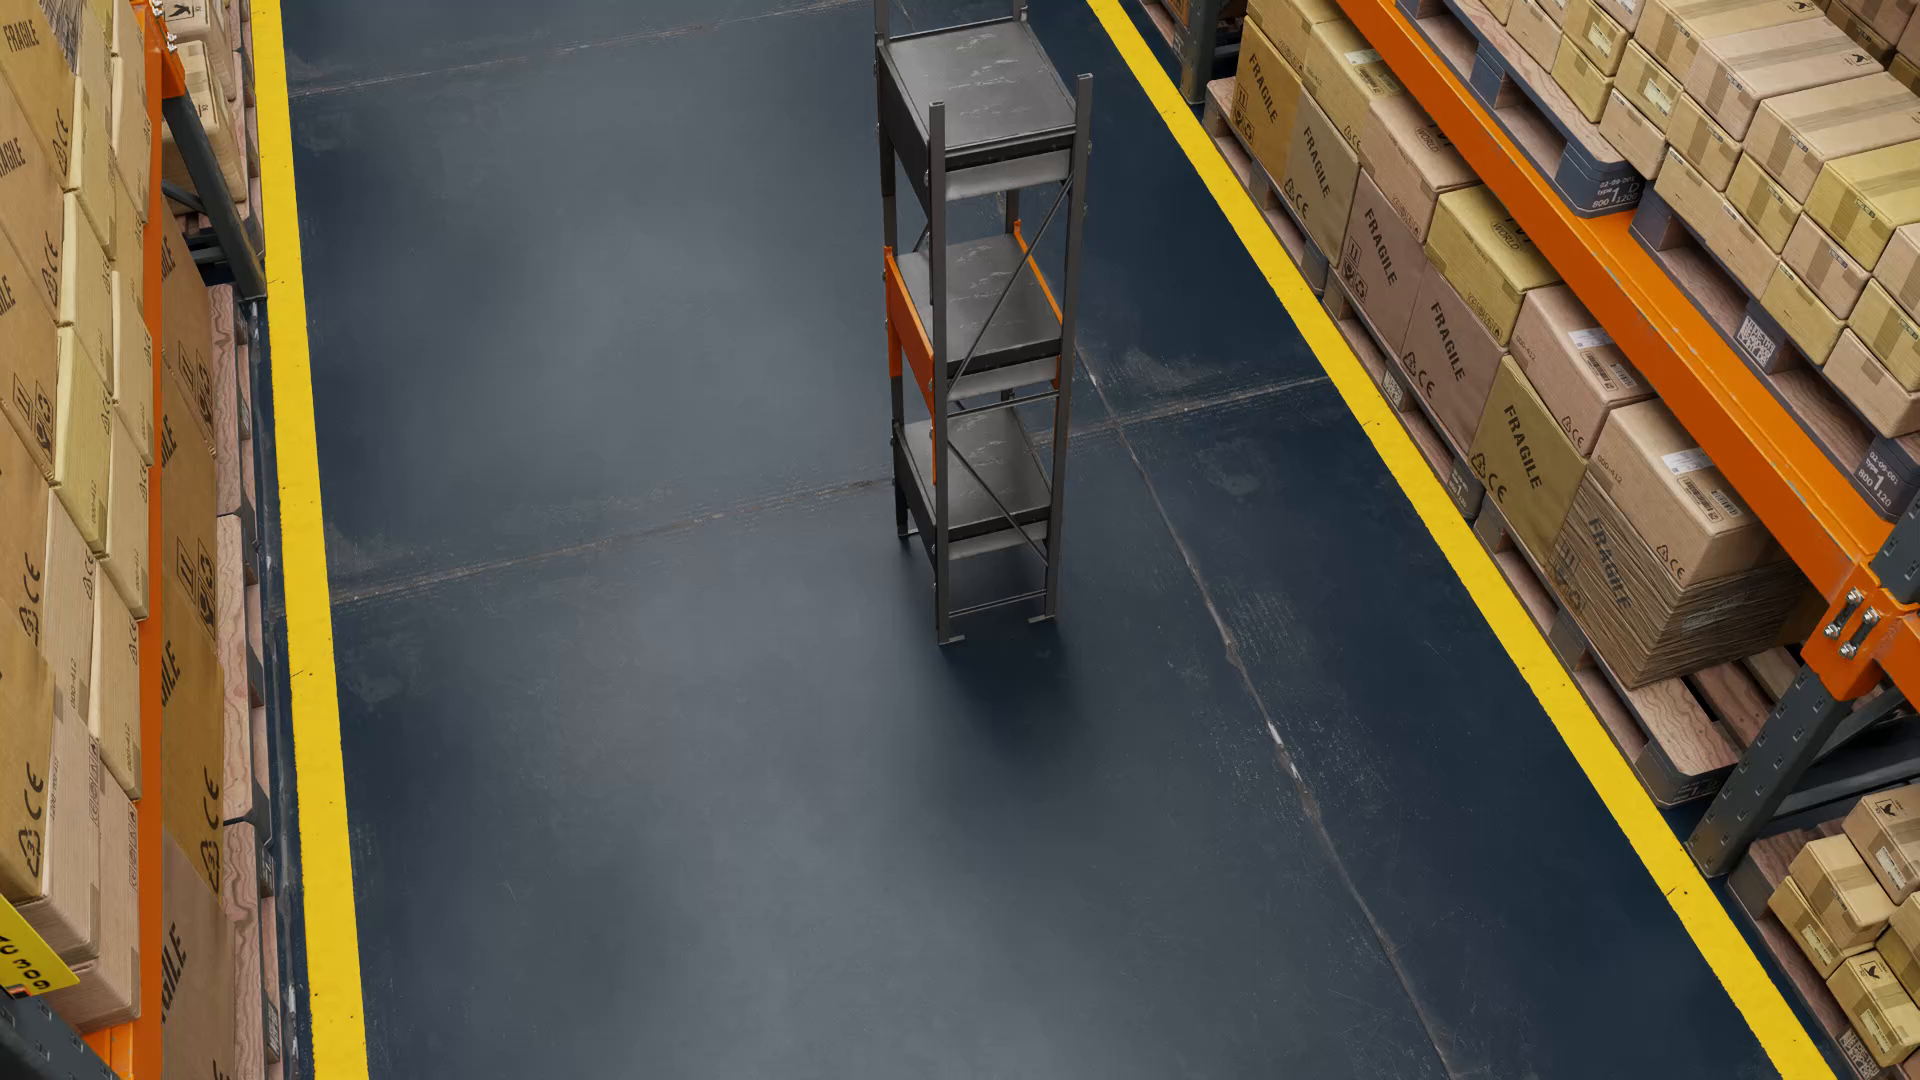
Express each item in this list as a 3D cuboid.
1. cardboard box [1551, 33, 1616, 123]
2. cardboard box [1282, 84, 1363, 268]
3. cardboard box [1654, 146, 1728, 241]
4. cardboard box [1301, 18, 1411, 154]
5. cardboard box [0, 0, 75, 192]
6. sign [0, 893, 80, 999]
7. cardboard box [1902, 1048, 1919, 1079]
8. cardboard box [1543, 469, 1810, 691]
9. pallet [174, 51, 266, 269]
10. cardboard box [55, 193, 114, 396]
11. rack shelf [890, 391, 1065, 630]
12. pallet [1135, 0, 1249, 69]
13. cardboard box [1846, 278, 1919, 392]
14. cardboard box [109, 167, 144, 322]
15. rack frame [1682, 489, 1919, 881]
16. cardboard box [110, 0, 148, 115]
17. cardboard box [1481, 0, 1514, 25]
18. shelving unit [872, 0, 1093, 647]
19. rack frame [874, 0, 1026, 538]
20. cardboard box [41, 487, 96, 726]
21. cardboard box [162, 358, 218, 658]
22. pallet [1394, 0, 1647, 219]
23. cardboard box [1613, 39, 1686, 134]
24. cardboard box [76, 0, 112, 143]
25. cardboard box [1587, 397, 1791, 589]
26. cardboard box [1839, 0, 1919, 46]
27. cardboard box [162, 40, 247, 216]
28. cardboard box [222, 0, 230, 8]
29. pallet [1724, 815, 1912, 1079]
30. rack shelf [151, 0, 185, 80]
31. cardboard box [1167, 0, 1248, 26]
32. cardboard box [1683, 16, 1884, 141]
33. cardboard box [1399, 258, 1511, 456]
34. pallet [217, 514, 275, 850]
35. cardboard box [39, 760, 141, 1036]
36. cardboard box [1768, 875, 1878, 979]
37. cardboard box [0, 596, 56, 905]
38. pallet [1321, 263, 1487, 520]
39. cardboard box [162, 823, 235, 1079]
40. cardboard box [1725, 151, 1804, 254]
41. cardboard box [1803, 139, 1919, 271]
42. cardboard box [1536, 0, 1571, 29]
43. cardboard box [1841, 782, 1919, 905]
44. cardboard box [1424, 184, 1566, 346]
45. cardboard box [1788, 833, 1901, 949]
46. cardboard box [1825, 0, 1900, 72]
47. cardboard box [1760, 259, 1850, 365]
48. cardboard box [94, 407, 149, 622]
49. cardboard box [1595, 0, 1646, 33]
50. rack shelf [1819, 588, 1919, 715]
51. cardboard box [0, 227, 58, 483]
[{"bbox_3d":[1.965,-1.371,4.834,0.380,0.149,0.250,-11,51,-9],"label":"cardboard box"},{"bbox_3d":[1.594,-1.431,6.355,0.500,0.500,0.500,-13,51,-11],"label":"cardboard box"},{"bbox_3d":[2.130,-0.976,4.500,0.380,0.149,0.250,-16,52,-13],"label":"cardboard box"},{"bbox_3d":[1.599,-1.685,6.079,0.500,0.250,0.500,-14,51,-11],"label":"cardboard box"},{"bbox_3d":[-2.519,-1.148,4.037,0.500,0.500,0.500,-13,51,-11],"label":"cardboard box"},{"bbox_3d":[-1.510,0.641,2.630,0.100,0.325,0.005,-13,51,-11],"label":"sign"},{"bbox_3d":[2.662,1.365,4.227,0.380,0.149,0.250,-14,51,-11],"label":"cardboard box"},{"bbox_3d":[2.200,0.066,5.093,0.500,0.500,0.500,-14,51,-12],"label":"cardboard box"},{"bbox_3d":[-3.452,-1.522,6.895,1.003,0.211,1.213,-13,51,-11],"label":"pallet"},{"bbox_3d":[-2.356,-0.544,4.018,0.500,0.250,0.500,-15,51,-12],"label":"cardboard box"},{"bbox_3d":[0.049,-0.096,5.391,0.431,0.518,0.480,-13,51,-11],"label":"rack shelf"},{"bbox_3d":[1.315,-2.737,7.919,1.003,0.211,1.213,-13,51,-11],"label":"pallet"},{"bbox_3d":[2.353,-0.517,3.919,0.380,0.149,0.250,-12,51,-10],"label":"cardboard box"},{"bbox_3d":[-2.525,-0.750,4.518,0.500,0.250,0.500,-14,51,-11],"label":"cardboard box"},{"bbox_3d":[2.659,-0.121,3.890,1.000,3.000,0.127,-13,51,-11],"label":"rack frame"},{"bbox_3d":[-2.825,-1.490,5.143,0.500,0.250,0.500,-15,51,-12],"label":"cardboard box"},{"bbox_3d":[1.810,-1.757,5.159,0.380,0.149,0.250,-13,51,-10],"label":"cardboard box"},{"bbox_3d":[0.049,-0.556,4.845,0.431,2.100,0.503,-13,51,-11],"label":"shelving unit"},{"bbox_3d":[-0.023,-0.734,4.996,0.400,2.100,0.015,-13,51,-11],"label":"rack frame"},{"bbox_3d":[-2.081,0.200,3.391,0.500,0.250,0.500,-13,51,-10],"label":"cardboard box"},{"bbox_3d":[-2.838,-0.124,5.008,0.875,0.875,0.875,-13,51,-11],"label":"cardboard box"},{"bbox_3d":[2.101,-1.544,5.215,1.003,0.211,1.213,-13,51,-11],"label":"pallet"},{"bbox_3d":[2.043,-1.280,4.563,0.380,0.149,0.250,-16,52,-13],"label":"cardboard box"},{"bbox_3d":[-2.681,-1.292,4.649,0.500,0.250,0.500,-14,51,-12],"label":"cardboard box"},{"bbox_3d":[2.198,-0.179,4.809,0.500,0.250,0.500,-15,51,-12],"label":"cardboard box"},{"bbox_3d":[2.673,-1.519,4.569,0.380,0.149,0.250,-14,51,-11],"label":"cardboard box"},{"bbox_3d":[-3.380,-1.553,6.541,0.950,0.372,0.625,-16,52,-13],"label":"cardboard box"},{"bbox_3d":[-3.825,-2.645,7.462,0.950,0.372,0.625,-12,51,-10],"label":"cardboard box"},{"bbox_3d":[2.892,1.260,4.549,1.003,0.211,1.213,-13,51,-11],"label":"pallet"},{"bbox_3d":[-3.814,-3.078,6.854,1.077,0.370,4.000,-13,51,-11],"label":"rack shelf"},{"bbox_3d":[1.382,-2.918,7.445,1.050,0.750,0.750,-14,51,-11],"label":"cardboard box"},{"bbox_3d":[2.122,-1.193,4.294,0.380,0.149,0.250,-13,51,-11],"label":"cardboard box"},{"bbox_3d":[1.901,-0.685,5.726,0.500,0.500,0.500,-14,51,-12],"label":"cardboard box"},{"bbox_3d":[-2.704,0.532,5.164,1.003,0.211,1.213,-13,51,-11],"label":"pallet"},{"bbox_3d":[-1.917,0.739,3.263,0.500,0.250,0.500,-14,51,-12],"label":"cardboard box"},{"bbox_3d":[2.460,1.001,4.534,0.380,0.149,0.250,-15,52,-13],"label":"cardboard box"},{"bbox_3d":[-1.895,0.331,2.790,0.500,0.500,0.500,-13,51,-11],"label":"cardboard box"},{"bbox_3d":[2.063,-0.683,6.188,1.003,0.211,1.213,-13,51,-11],"label":"pallet"},{"bbox_3d":[-2.299,1.187,3.903,0.875,0.875,0.875,-12,51,-10],"label":"cardboard box"},{"bbox_3d":[2.203,-0.891,4.235,0.380,0.149,0.250,-11,51,-9],"label":"cardboard box"},{"bbox_3d":[2.274,-0.812,3.973,0.380,0.149,0.250,-15,51,-12],"label":"cardboard box"},{"bbox_3d":[1.893,-1.658,4.881,0.380,0.149,0.250,-12,51,-10],"label":"cardboard box"},{"bbox_3d":[2.563,0.769,4.340,0.380,0.149,0.250,-11,51,-9],"label":"cardboard box"},{"bbox_3d":[1.888,-0.941,5.451,0.500,0.250,0.500,-15,52,-13],"label":"cardboard box"},{"bbox_3d":[2.461,0.904,4.422,0.380,0.149,0.250,-11,51,-9],"label":"cardboard box"},{"bbox_3d":[2.668,-1.427,4.686,0.380,0.149,0.250,-11,51,-10],"label":"cardboard box"},{"bbox_3d":[2.275,-0.610,4.192,0.380,0.149,0.250,-13,51,-11],"label":"cardboard box"},{"bbox_3d":[-2.208,-0.016,3.900,0.500,0.250,0.500,-14,51,-11],"label":"cardboard box"},{"bbox_3d":[1.970,-1.568,4.611,0.380,0.149,0.250,-15,52,-13],"label":"cardboard box"},{"bbox_3d":[3.251,1.572,2.934,1.077,0.370,4.000,-13,51,-11],"label":"rack shelf"},{"bbox_3d":[-2.218,-0.401,3.407,0.500,0.500,0.500,-14,51,-12],"label":"cardboard box"}]
